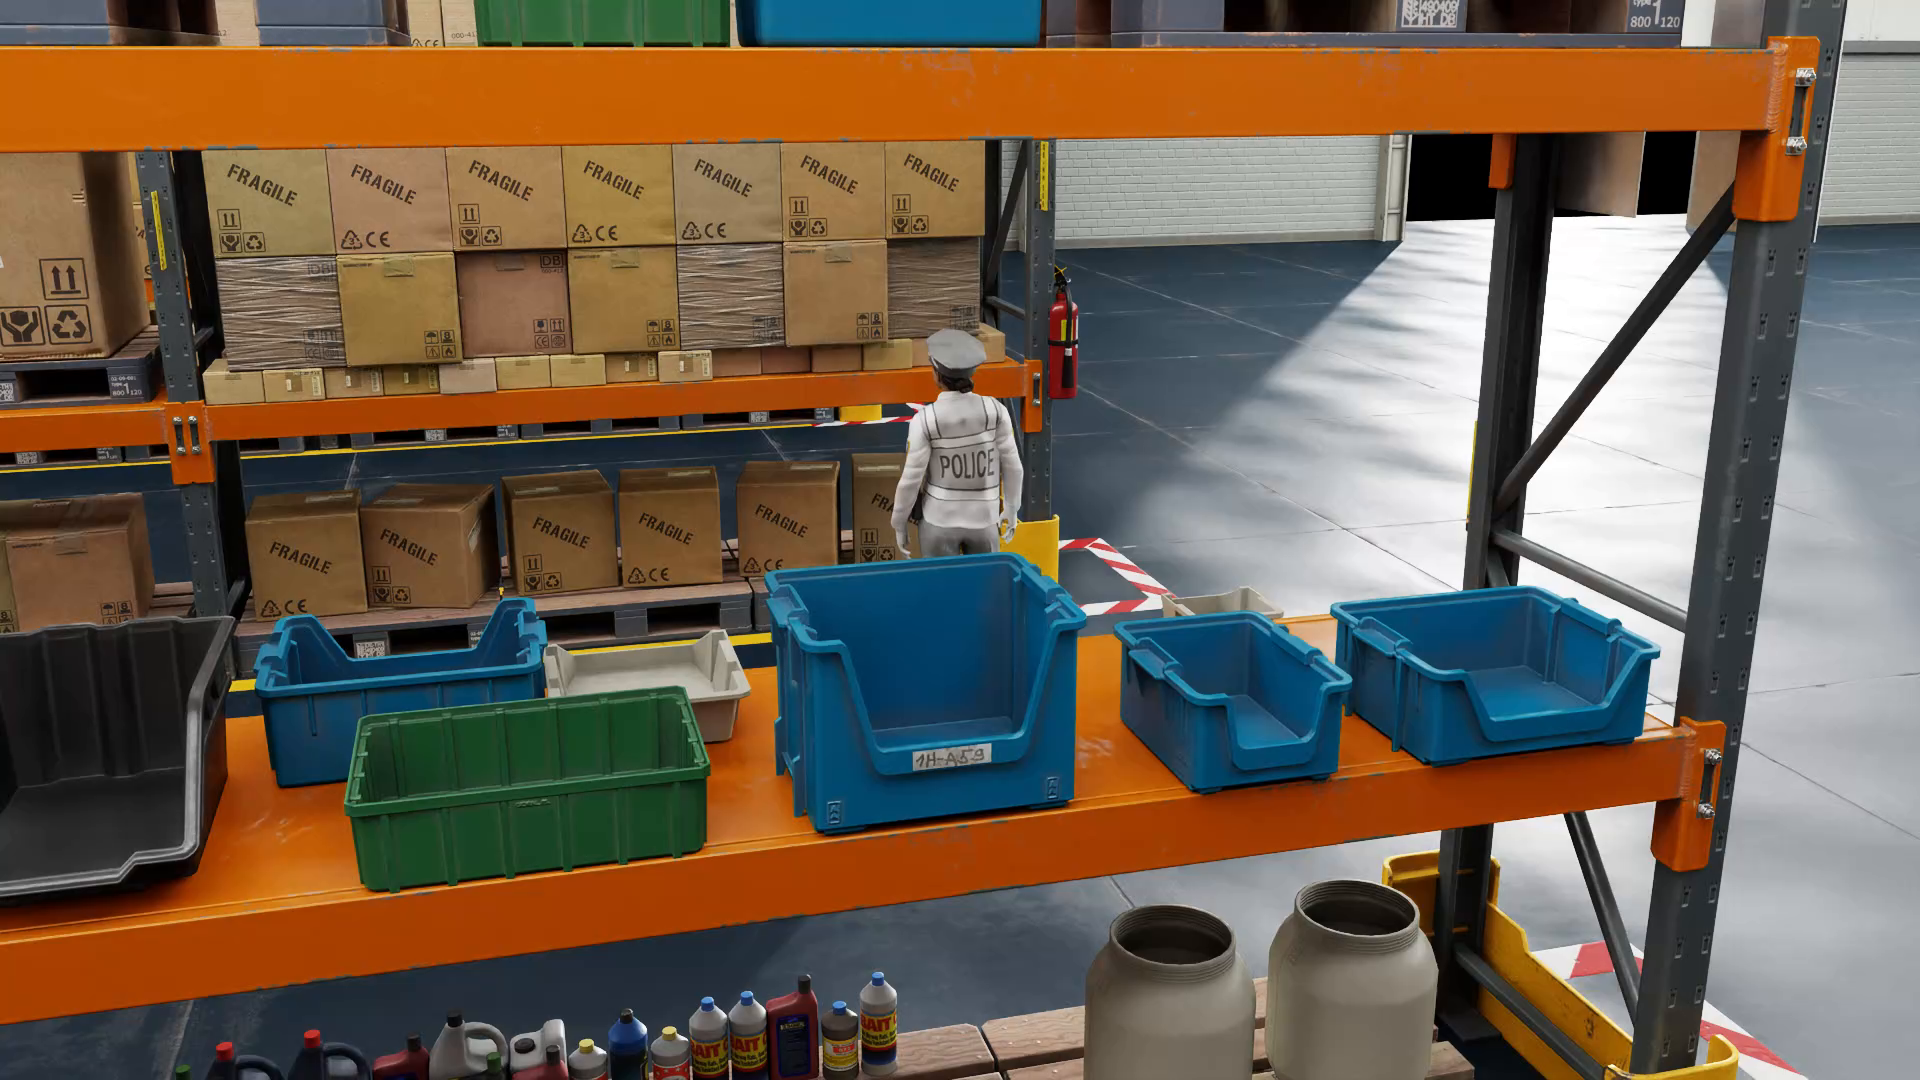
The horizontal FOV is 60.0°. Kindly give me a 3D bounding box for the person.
[{"bbox_3d":[-0.023,-0.088,7.245,0.586,1.694,0.532,-4,17,-15],"label":"person"}]
